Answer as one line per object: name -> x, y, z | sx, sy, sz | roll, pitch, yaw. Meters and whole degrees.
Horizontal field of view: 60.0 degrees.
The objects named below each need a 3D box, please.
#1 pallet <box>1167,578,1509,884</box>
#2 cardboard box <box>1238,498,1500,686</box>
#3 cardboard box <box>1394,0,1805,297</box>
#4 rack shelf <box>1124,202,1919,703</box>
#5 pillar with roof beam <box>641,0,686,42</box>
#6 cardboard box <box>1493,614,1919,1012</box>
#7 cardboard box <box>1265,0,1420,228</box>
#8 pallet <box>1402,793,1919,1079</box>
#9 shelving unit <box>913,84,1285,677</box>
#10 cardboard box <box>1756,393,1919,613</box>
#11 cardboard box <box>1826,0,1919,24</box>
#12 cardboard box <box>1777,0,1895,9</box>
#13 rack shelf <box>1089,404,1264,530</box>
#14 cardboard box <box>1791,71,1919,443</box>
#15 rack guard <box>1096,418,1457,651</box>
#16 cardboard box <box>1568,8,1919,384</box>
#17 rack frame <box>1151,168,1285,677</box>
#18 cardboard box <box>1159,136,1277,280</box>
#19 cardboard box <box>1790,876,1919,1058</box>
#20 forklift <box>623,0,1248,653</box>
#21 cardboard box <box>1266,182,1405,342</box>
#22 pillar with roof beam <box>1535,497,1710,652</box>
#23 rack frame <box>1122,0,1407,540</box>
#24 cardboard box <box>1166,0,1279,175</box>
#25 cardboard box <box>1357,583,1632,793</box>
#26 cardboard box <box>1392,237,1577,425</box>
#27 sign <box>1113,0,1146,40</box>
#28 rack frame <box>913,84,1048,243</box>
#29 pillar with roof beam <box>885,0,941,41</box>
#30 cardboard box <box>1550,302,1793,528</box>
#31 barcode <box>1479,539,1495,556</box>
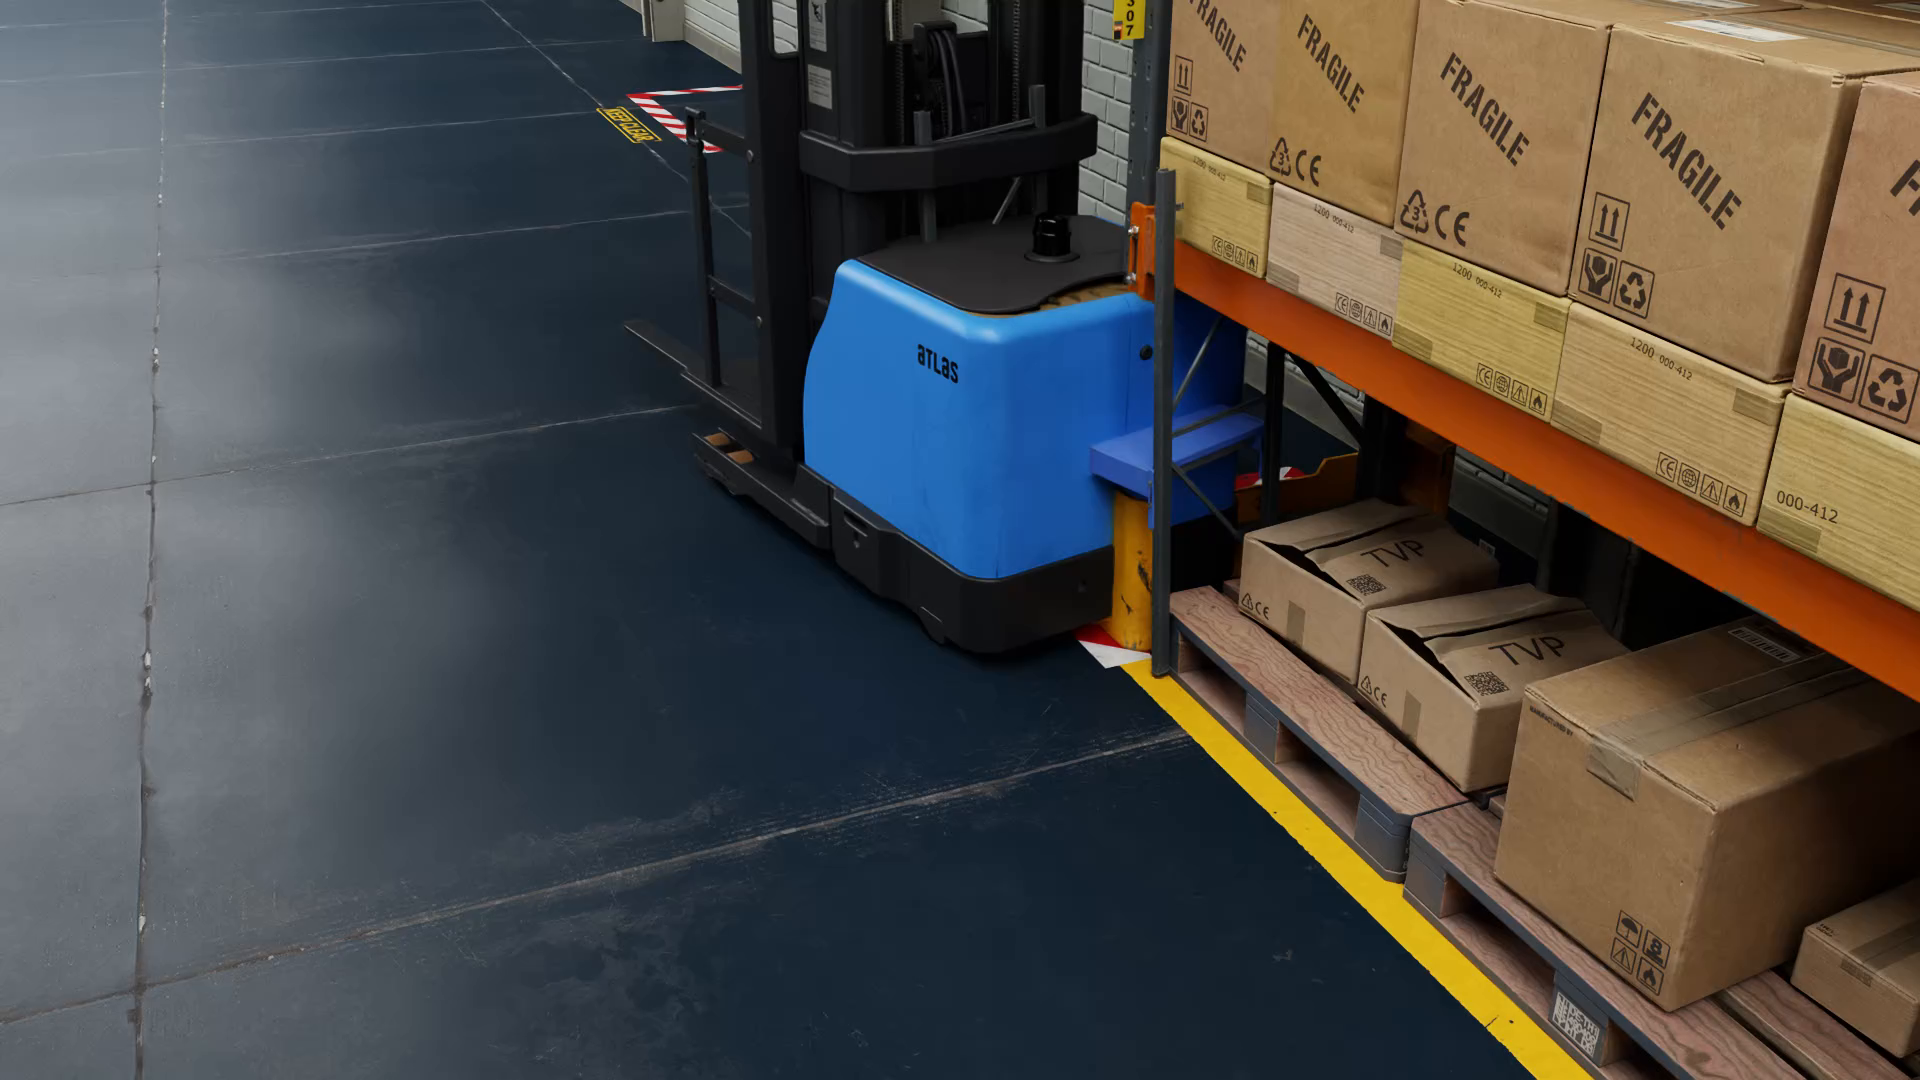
pallet -> 1.271, 0.417, 4.655 | 1.003, 0.211, 1.213 | -11, 28, -21
cardboard box -> 1.144, 0.105, 4.680 | 0.500, 0.311, 0.500 | -14, 29, -26
cardboard box -> 1.247, -0.824, 3.312 | 0.500, 0.500, 0.500 | -12, 28, -22
rack shelf -> 1.739, -0.070, 3.294 | 1.077, 0.370, 4.000 | -11, 28, -21
pillar with roof beam -> -6.635, -7.867, 11.606 | 9.100, 9.000, 0.400 | -11, 28, -21
cardboard box -> 1.609, 0.555, 3.543 | 0.700, 0.500, 0.500 | -12, 29, -24
cardboard box -> 1.051, -1.033, 3.741 | 0.500, 0.500, 0.500 | -10, 28, -20
pallet -> 1.745, 0.909, 3.648 | 1.003, 0.211, 1.213 | -11, 28, -21
shelving unit -> 0.416, -0.514, 5.061 | 0.538, 1.500, 1.048 | -22, 33, -33
cardboard box -> 1.659, -0.069, 2.621 | 0.500, 0.250, 0.500 | -11, 28, -21
cardboard box -> 1.928, -0.709, 3.077 | 0.500, 0.500, 0.500 | -10, 28, -20
cardboard box -> 1.731, -0.912, 3.493 | 0.500, 0.500, 0.500 | -11, 28, -22
rack shelf -> 0.424, -0.354, 5.143 | 0.538, 0.185, 1.000 | -22, 33, -33
cardboard box -> 1.665, -0.408, 2.459 | 0.500, 0.500, 0.500 | -11, 28, -22
rack guard -> 0.986, -0.047, 5.276 | 1.175, 0.500, 0.348 | -11, 28, -21
cardboard box -> 1.460, -0.617, 2.889 | 0.500, 0.500, 0.500 | -10, 28, -19
rack frame -> 0.735, -0.348, 4.702 | 0.500, 1.500, 0.032 | -22, 33, -33
cardboard box -> 0.855, -0.891, 4.303 | 0.500, 0.250, 0.500 | -11, 28, -22
cardboard box -> 1.914, 0.849, 3.341 | 0.380, 0.149, 0.250 | -13, 29, -25
forklift -> -0.340, -1.581, 5.647 | 1.130, 2.935, 3.031 | -16, 30, -30
cardboard box -> 1.071, -0.683, 3.879 | 0.500, 0.250, 0.500 | -11, 28, -22
pillar with roof beam -> -1.935, -3.023, 1.684 | 9.100, 9.000, 0.400 | -11, 28, -21
rack frame -> 0.956, -1.200, 4.790 | 1.000, 3.000, 0.127 | -11, 28, -21
cardboard box -> 0.866, -1.235, 4.153 | 0.500, 0.500, 0.500 | -11, 28, -21
cardboard box -> 1.367, 0.335, 4.208 | 0.500, 0.311, 0.500 | -8, 27, -16
cardboard box -> 1.265, -0.477, 3.456 | 0.500, 0.250, 0.500 | -11, 28, -21
sign -> 0.457, -1.496, 4.409 | 0.100, 0.325, 0.005 | -11, 28, -21
rack frame -> 0.097, -0.681, 5.420 | 0.500, 1.500, 0.032 | -22, 33, -33
pillar with roof beam -> -4.285, -5.445, 6.645 | 9.100, 9.000, 0.400 | -11, 28, -21
cardboard box -> 1.461, -0.272, 3.037 | 0.500, 0.250, 0.500 | -10, 28, -20
barcode -> 1.519, 0.039, 4.803 | 0.001, 0.075, 0.075 | -11, 28, -21
